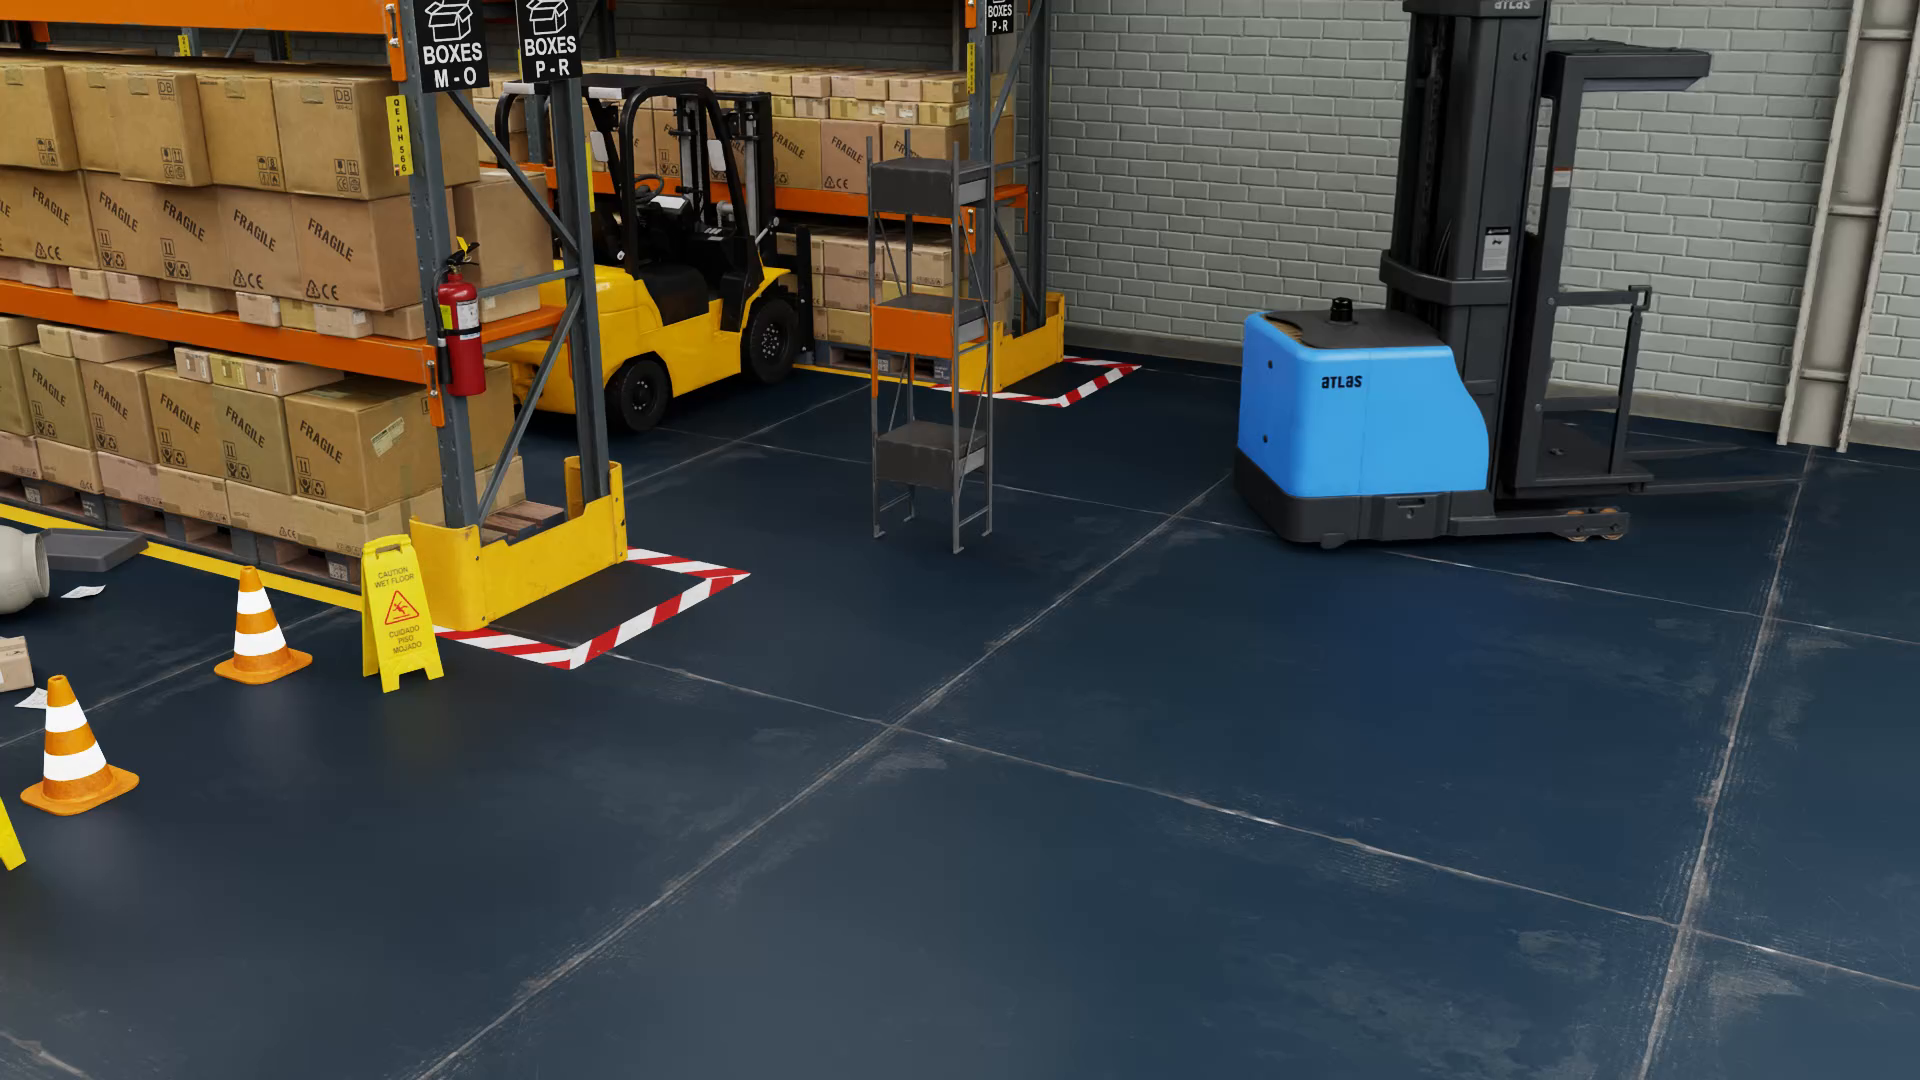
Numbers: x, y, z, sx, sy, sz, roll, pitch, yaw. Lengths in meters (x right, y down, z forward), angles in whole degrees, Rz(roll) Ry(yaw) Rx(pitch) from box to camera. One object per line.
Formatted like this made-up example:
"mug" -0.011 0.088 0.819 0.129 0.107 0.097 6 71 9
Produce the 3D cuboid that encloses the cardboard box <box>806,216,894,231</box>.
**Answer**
"cardboard box" -0.844 -2.325 12.827 0.500 0.250 0.500 11 22 27

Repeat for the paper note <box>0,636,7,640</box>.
"paper note" -4.368 0.455 7.595 0.123 0.001 0.032 11 23 27

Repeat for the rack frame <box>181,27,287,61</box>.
"rack frame" -6.632 -3.976 15.428 0.127 3.000 1.000 11 23 27

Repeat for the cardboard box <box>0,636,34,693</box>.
"cardboard box" -4.194 0.556 7.114 0.380 0.149 0.250 -11 23 -29

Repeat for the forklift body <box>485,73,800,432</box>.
"forklift body" -2.193 -2.019 11.277 1.214 2.155 2.313 11 23 27

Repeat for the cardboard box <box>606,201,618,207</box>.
"cardboard box" -2.616 -2.662 13.754 0.500 0.250 0.500 11 23 28

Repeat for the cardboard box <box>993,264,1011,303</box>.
"cardboard box" 0.043 -1.926 12.458 0.500 0.250 0.500 11 23 28

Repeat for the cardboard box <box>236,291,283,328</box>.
"cardboard box" -3.224 -1.140 7.977 0.250 0.149 0.380 11 23 28

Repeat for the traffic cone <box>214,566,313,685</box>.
"traffic cone" -3.069 0.338 7.256 0.334 0.463 0.336 11 23 27

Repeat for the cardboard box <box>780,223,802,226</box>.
"cardboard box" -1.534 -2.255 12.633 0.500 0.250 0.500 10 22 26

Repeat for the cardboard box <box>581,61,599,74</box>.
"cardboard box" -3.006 -3.661 13.026 0.250 0.149 0.380 11 23 28

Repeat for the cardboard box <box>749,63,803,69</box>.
"cardboard box" -1.405 -3.566 12.762 0.250 0.149 0.380 12 23 29

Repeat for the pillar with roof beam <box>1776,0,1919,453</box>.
"pillar with roof beam" 3.323 -3.571 5.512 0.400 9.000 9.100 11 23 27

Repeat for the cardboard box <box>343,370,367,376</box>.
"cardboard box" -3.114 -0.731 8.797 0.500 0.500 0.500 10 22 25

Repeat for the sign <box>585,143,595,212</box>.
"sign" -1.800 -1.736 7.982 0.005 0.325 0.100 11 23 27

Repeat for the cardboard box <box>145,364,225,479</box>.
"cardboard box" -3.786 -0.652 8.581 0.500 0.500 0.500 10 22 26

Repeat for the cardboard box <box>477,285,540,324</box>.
"cardboard box" -2.261 -1.167 8.053 0.250 0.149 0.380 11 23 28

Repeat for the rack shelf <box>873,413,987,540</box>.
"rack shelf" -0.145 -0.344 8.826 0.480 0.518 0.431 11 23 27

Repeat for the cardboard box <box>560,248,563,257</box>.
"cardboard box" -2.868 -2.278 13.431 0.500 0.250 0.500 11 23 27

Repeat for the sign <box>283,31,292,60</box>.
"sign" -6.364 -4.686 15.687 0.005 0.325 0.100 11 23 27

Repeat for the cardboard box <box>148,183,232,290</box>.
"cardboard box" -3.543 -1.531 8.105 0.500 0.500 0.500 11 23 27

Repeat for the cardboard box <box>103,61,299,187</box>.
"cardboard box" -3.551 -1.985 7.889 0.500 0.500 0.700 10 22 27

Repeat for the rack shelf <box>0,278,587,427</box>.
"rack shelf" -3.811 -1.162 8.724 4.000 0.370 1.077 11 23 27

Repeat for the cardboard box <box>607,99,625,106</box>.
"cardboard box" -2.522 -3.454 12.890 0.250 0.149 0.380 11 23 27

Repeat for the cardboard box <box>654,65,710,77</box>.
"cardboard box" -2.092 -3.497 12.571 0.250 0.149 0.380 10 22 26

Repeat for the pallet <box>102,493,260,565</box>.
"pallet" -3.884 -0.218 9.157 1.213 0.211 1.003 11 23 27

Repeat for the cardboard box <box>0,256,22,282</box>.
"cardboard box" -4.946 -1.505 8.984 0.250 0.149 0.380 11 23 27

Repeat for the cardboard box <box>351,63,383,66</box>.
"cardboard box" -5.331 -4.176 14.881 0.250 0.149 0.380 11 22 27

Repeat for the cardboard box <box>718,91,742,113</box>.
"cardboard box" -1.649 -3.269 12.379 0.250 0.149 0.380 10 22 26

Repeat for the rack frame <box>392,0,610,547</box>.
"rack frame" -2.065 -1.167 7.685 0.127 3.000 1.000 11 23 27

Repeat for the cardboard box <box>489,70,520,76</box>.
"cardboard box" -3.768 -3.887 14.085 0.250 0.149 0.380 11 23 27

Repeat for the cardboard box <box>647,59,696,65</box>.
"cardboard box" -2.277 -3.746 13.258 0.250 0.149 0.380 11 22 27

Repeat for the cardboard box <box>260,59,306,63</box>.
"cardboard box" -6.249 -4.334 15.317 0.250 0.149 0.380 12 23 29

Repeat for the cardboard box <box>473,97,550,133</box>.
"cardboard box" -3.693 -3.481 13.550 0.500 0.250 0.500 10 22 26

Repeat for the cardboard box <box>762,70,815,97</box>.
"cardboard box" -1.226 -3.317 12.076 0.250 0.149 0.380 11 23 28

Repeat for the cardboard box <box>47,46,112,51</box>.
"cardboard box" -8.673 -4.522 16.170 0.500 0.500 0.700 11 23 27

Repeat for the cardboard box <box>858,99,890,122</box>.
"cardboard box" -0.521 -3.067 11.823 0.250 0.149 0.380 11 23 28

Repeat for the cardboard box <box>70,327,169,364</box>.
"cardboard box" -4.408 -1.049 8.724 0.250 0.149 0.380 12 23 30

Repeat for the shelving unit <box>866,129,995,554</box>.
"shelving unit" -0.144 -1.015 8.583 0.503 2.100 0.431 11 23 27

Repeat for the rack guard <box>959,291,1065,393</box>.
"rack guard" 0.373 -1.467 12.175 0.348 0.500 1.175 11 23 27

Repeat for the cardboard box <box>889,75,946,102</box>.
"cardboard box" -0.293 -3.166 11.661 0.250 0.149 0.380 11 23 27

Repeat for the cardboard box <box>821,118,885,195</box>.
"cardboard box" -0.654 -2.785 11.999 0.500 0.500 0.500 12 23 29

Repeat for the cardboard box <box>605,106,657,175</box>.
"cardboard box" -2.417 -3.125 12.934 0.500 0.500 0.500 11 23 28

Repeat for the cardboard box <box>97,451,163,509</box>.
"cardboard box" -4.238 -0.386 8.947 0.500 0.250 0.500 10 22 27

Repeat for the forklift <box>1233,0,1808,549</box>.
"forklift" 3.118 -1.543 8.820 3.031 2.935 1.130 -3 20 -8

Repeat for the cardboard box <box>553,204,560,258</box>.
"cardboard box" -3.601 -2.476 14.157 0.625 0.625 0.875 12 23 30

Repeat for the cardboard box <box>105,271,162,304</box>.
"cardboard box" -4.093 -1.318 8.467 0.250 0.149 0.380 11 23 27

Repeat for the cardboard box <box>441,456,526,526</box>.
"cardboard box" -2.634 -0.289 8.679 0.500 0.250 0.500 11 22 27

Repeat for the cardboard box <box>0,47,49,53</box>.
"cardboard box" -5.279 -2.352 8.901 0.500 0.500 0.700 11 22 27

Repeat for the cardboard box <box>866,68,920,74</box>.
"cardboard box" -0.495 -3.396 12.294 0.250 0.149 0.380 11 23 28
